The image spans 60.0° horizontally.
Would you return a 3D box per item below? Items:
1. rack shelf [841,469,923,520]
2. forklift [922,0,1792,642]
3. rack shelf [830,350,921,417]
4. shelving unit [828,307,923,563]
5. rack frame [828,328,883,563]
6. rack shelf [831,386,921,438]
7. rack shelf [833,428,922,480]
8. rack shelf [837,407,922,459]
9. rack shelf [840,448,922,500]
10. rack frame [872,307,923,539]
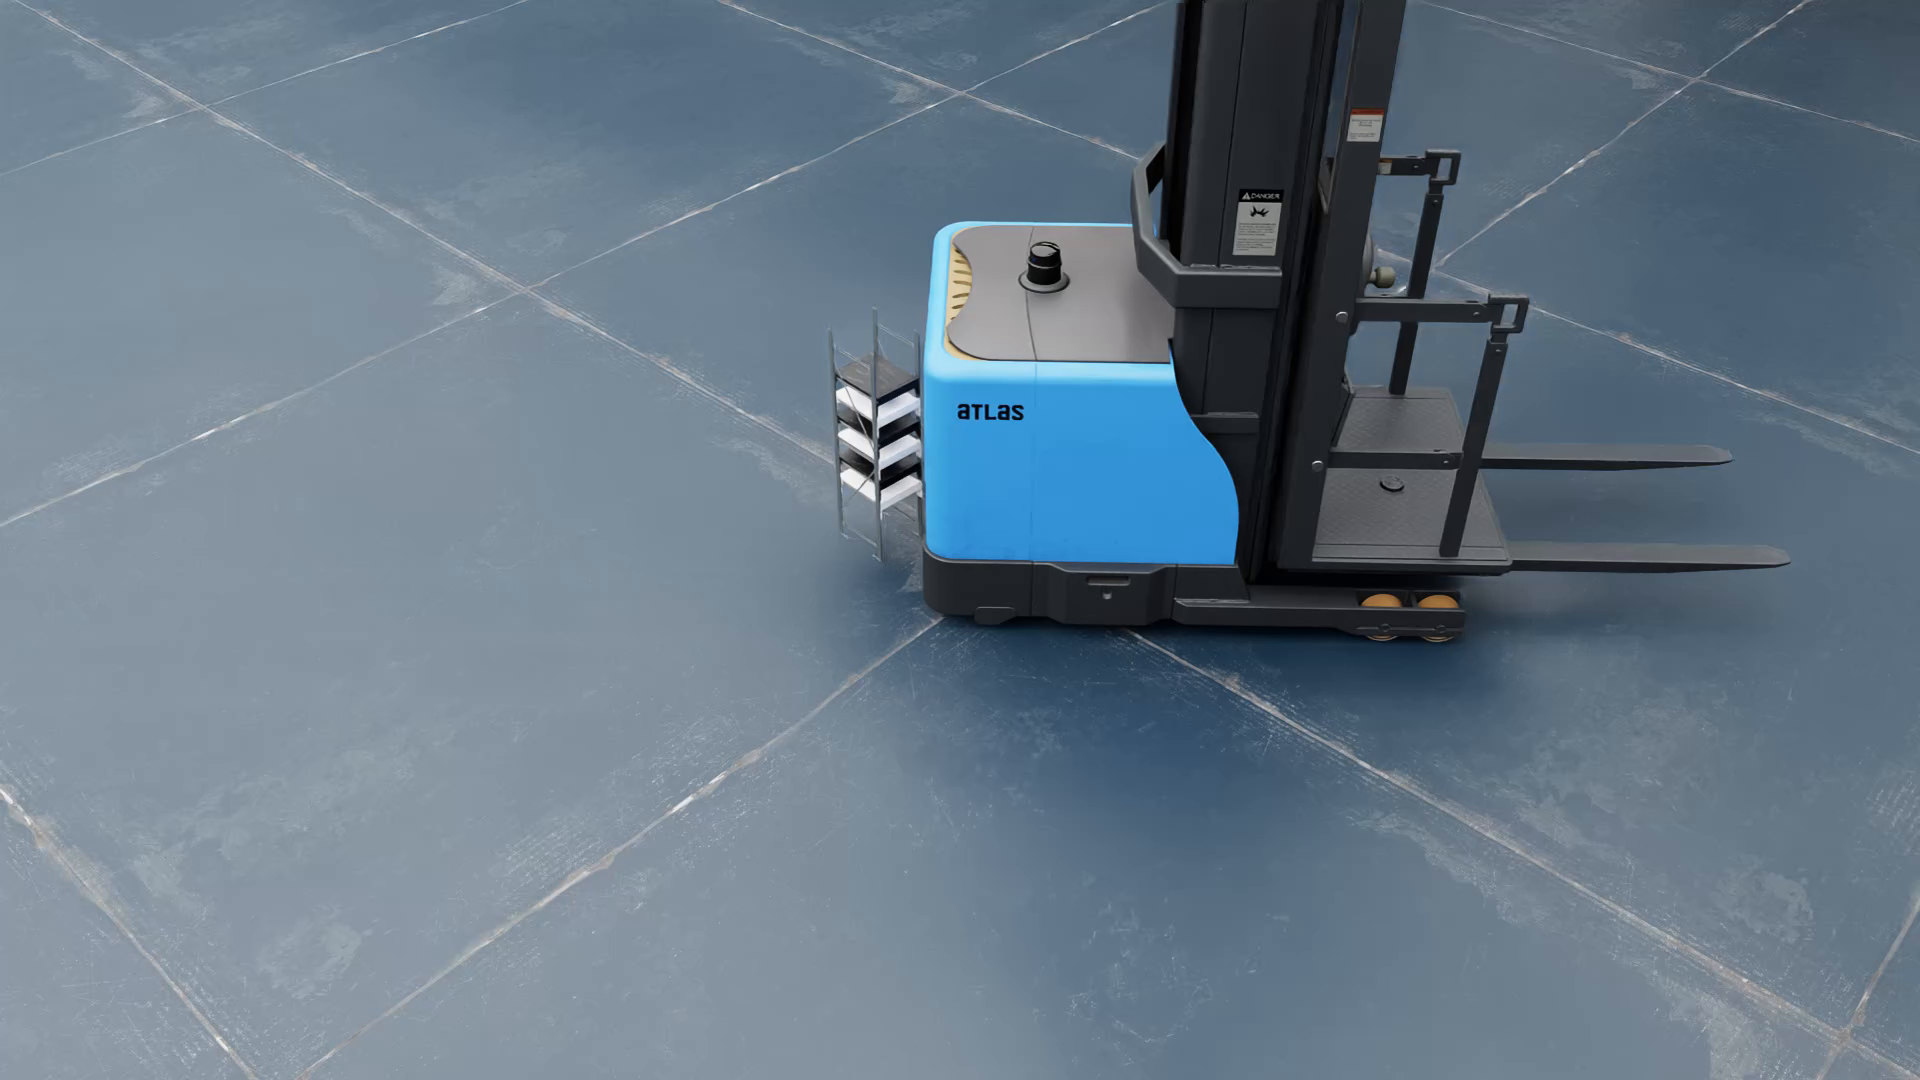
[{"bbox_3d":[-0.297,-0.200,6.121,0.200,0.077,0.258,-31,48,-33],"label":"rack shelf"},{"bbox_3d":[1.397,-1.130,5.316,3.031,2.935,1.130,1,39,1],"label":"forklift"},{"bbox_3d":[-0.297,-0.553,5.842,0.200,0.077,0.258,-31,48,-33],"label":"rack shelf"},{"bbox_3d":[-0.297,-0.367,5.989,0.210,0.900,0.258,-31,48,-33],"label":"shelving unit"},{"bbox_3d":[-0.371,-0.324,5.934,0.006,0.900,0.240,-31,48,-33],"label":"rack frame"},{"bbox_3d":[-0.297,-0.482,5.898,0.200,0.077,0.258,-31,48,-33],"label":"rack shelf"},{"bbox_3d":[-0.297,-0.341,6.009,0.200,0.077,0.258,-31,48,-33],"label":"rack shelf"},{"bbox_3d":[-0.297,-0.412,5.953,0.200,0.077,0.258,-31,48,-33],"label":"rack shelf"},{"bbox_3d":[-0.297,-0.271,6.065,0.200,0.077,0.258,-31,48,-33],"label":"rack shelf"},{"bbox_3d":[-0.224,-0.411,6.044,0.006,0.900,0.240,-31,48,-33],"label":"rack frame"}]
